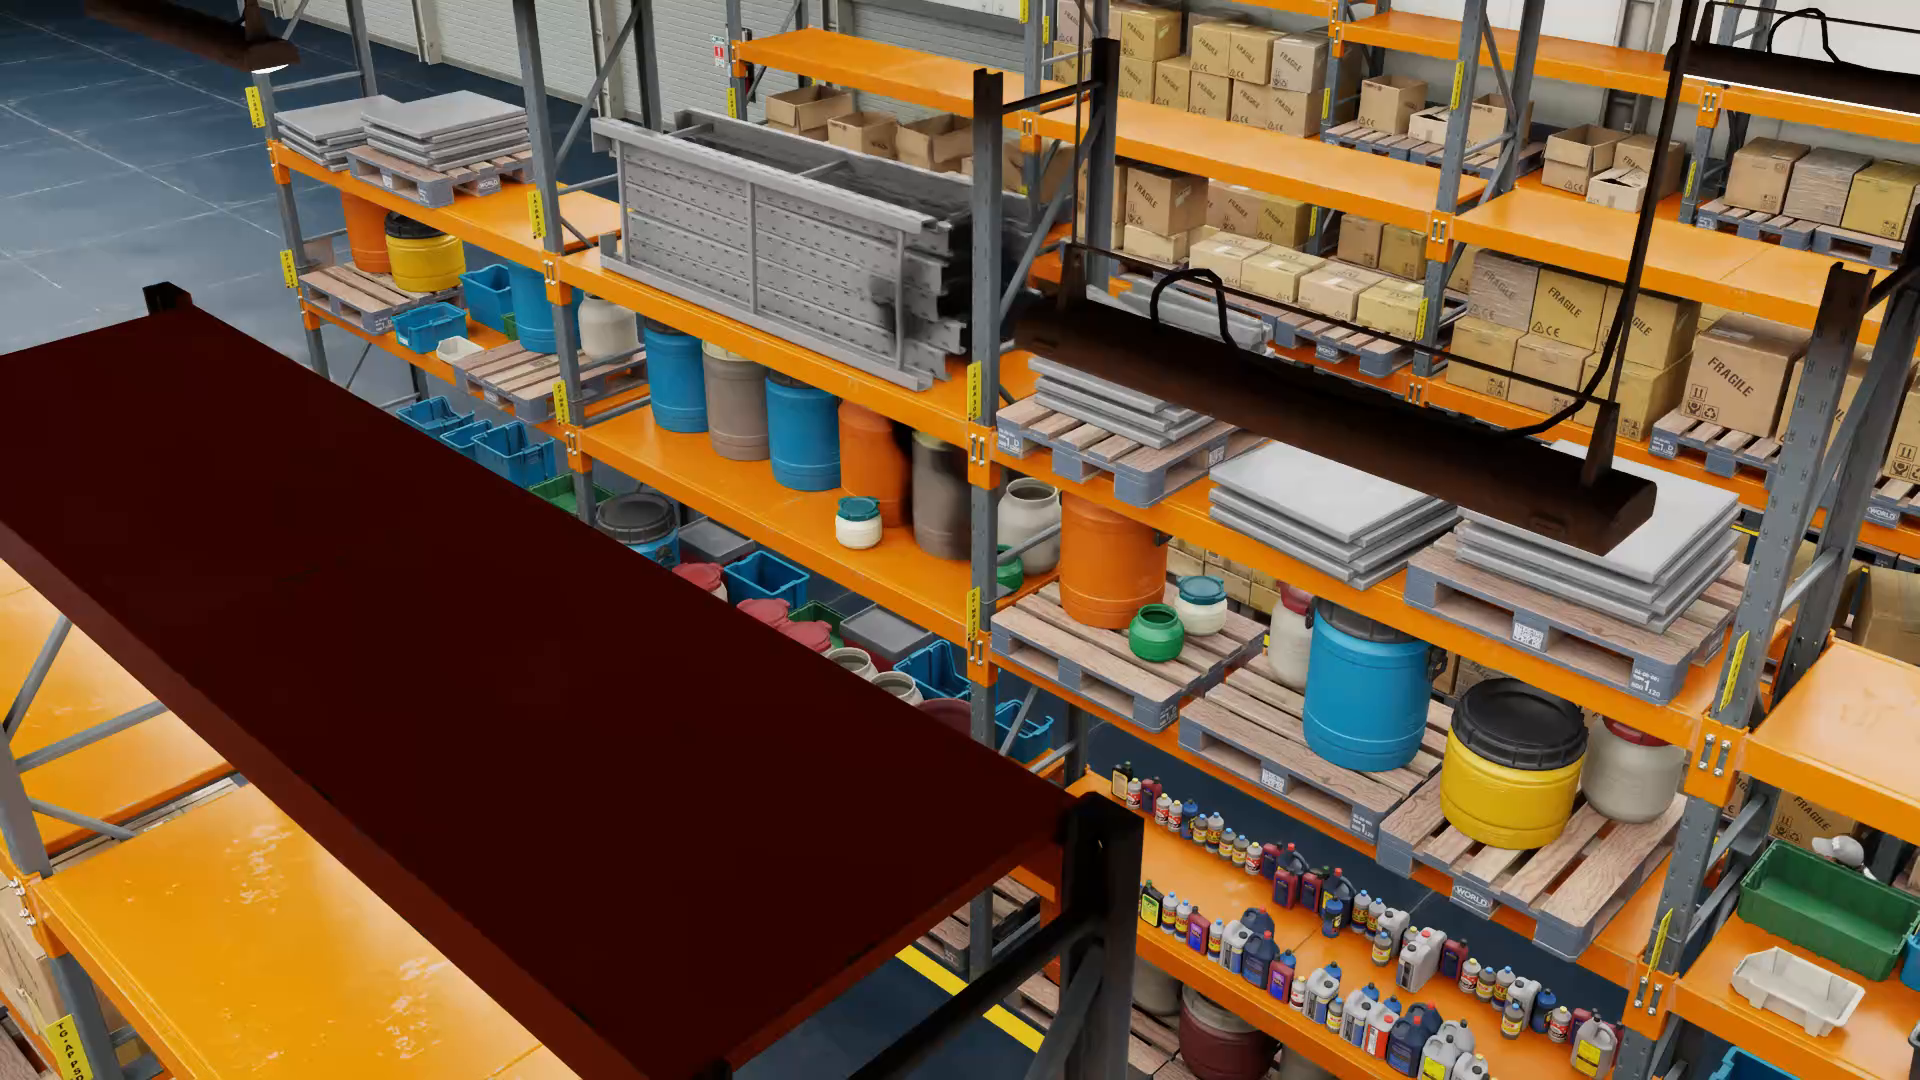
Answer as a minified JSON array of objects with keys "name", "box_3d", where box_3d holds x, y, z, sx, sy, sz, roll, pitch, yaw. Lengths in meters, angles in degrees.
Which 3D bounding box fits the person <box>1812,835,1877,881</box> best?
[{"name":"person","box_3d":[5.237,2.459,10.188,0.723,1.630,0.576,14,32,24]}]
